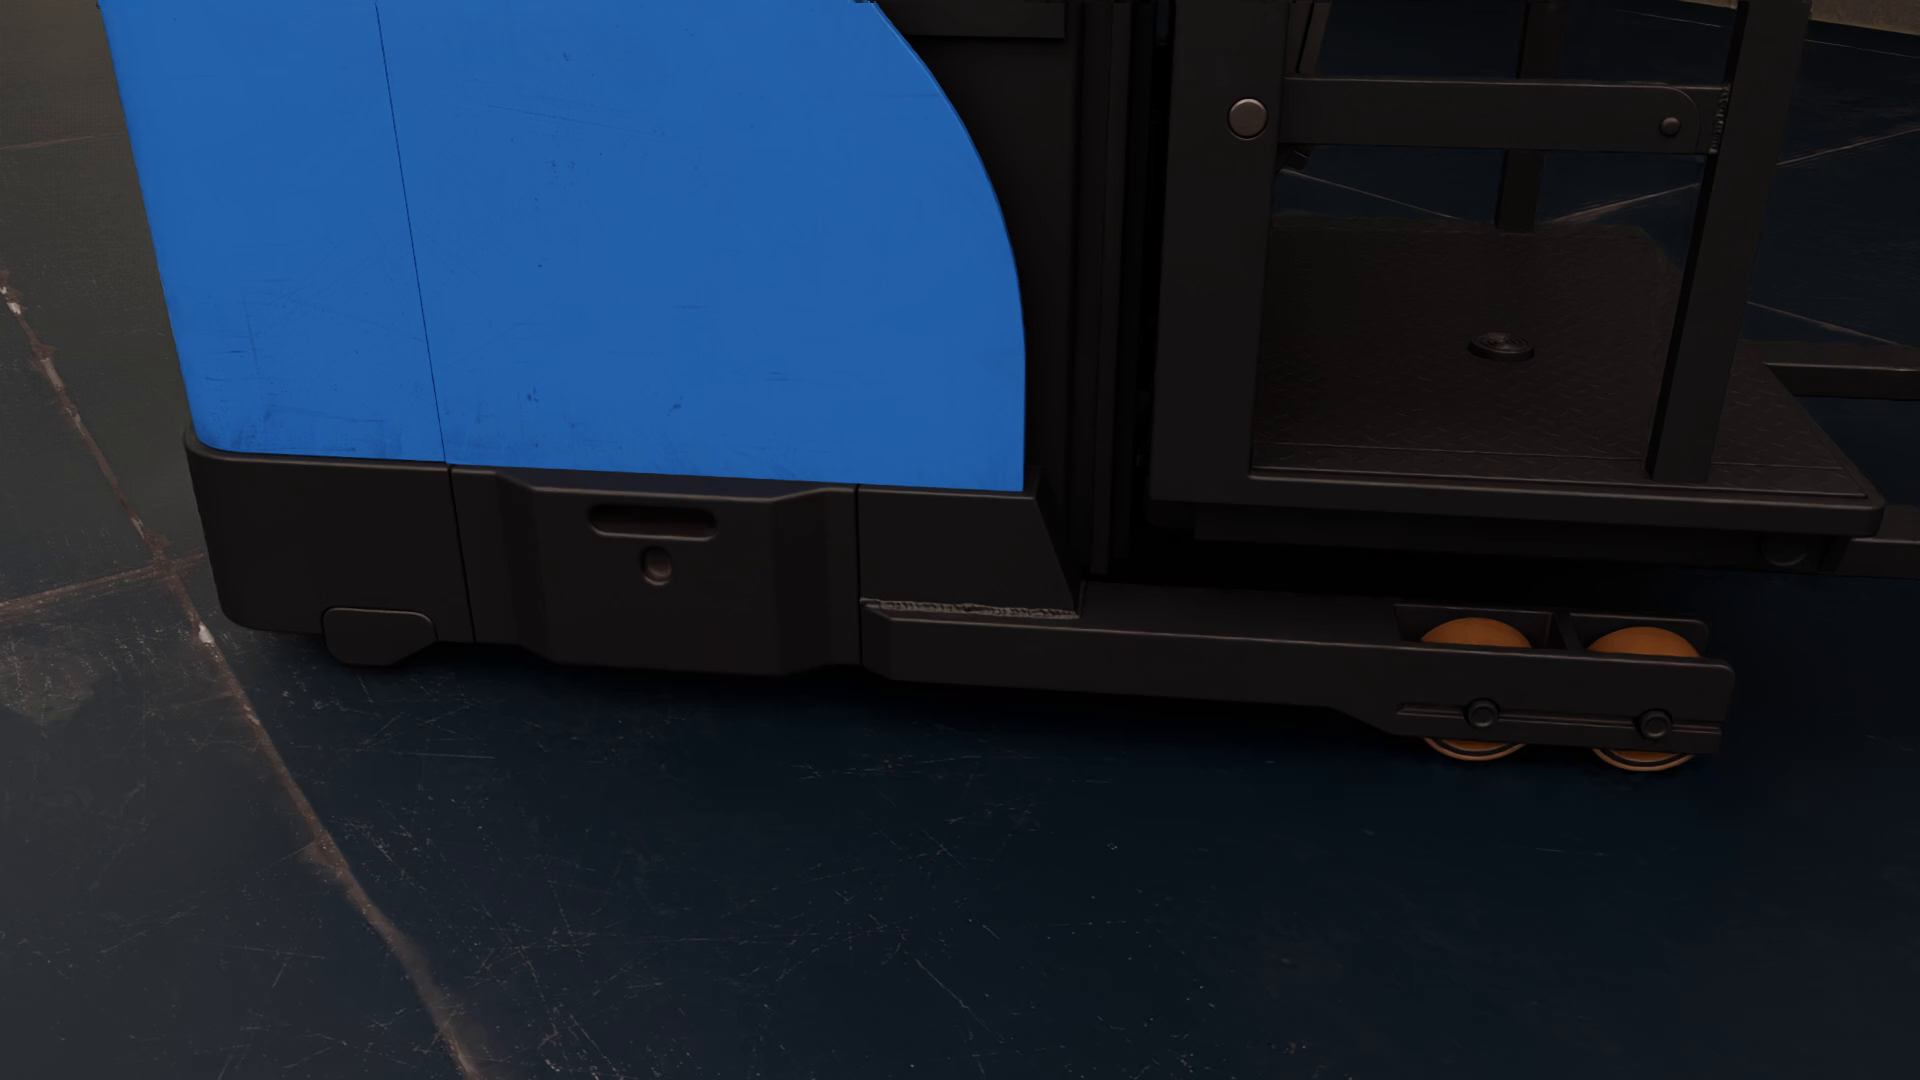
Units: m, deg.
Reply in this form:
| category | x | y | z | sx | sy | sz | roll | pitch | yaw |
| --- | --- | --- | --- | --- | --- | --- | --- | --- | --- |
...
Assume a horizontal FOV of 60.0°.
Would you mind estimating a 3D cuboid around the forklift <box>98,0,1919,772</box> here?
| category | x | y | z | sx | sy | sz | roll | pitch | yaw |
| --- | --- | --- | --- | --- | --- | --- | --- | --- | --- |
| forklift | 0.582 | -1.290 | 1.804 | 3.031 | 2.935 | 1.130 | 3 | 27 | 6 |
